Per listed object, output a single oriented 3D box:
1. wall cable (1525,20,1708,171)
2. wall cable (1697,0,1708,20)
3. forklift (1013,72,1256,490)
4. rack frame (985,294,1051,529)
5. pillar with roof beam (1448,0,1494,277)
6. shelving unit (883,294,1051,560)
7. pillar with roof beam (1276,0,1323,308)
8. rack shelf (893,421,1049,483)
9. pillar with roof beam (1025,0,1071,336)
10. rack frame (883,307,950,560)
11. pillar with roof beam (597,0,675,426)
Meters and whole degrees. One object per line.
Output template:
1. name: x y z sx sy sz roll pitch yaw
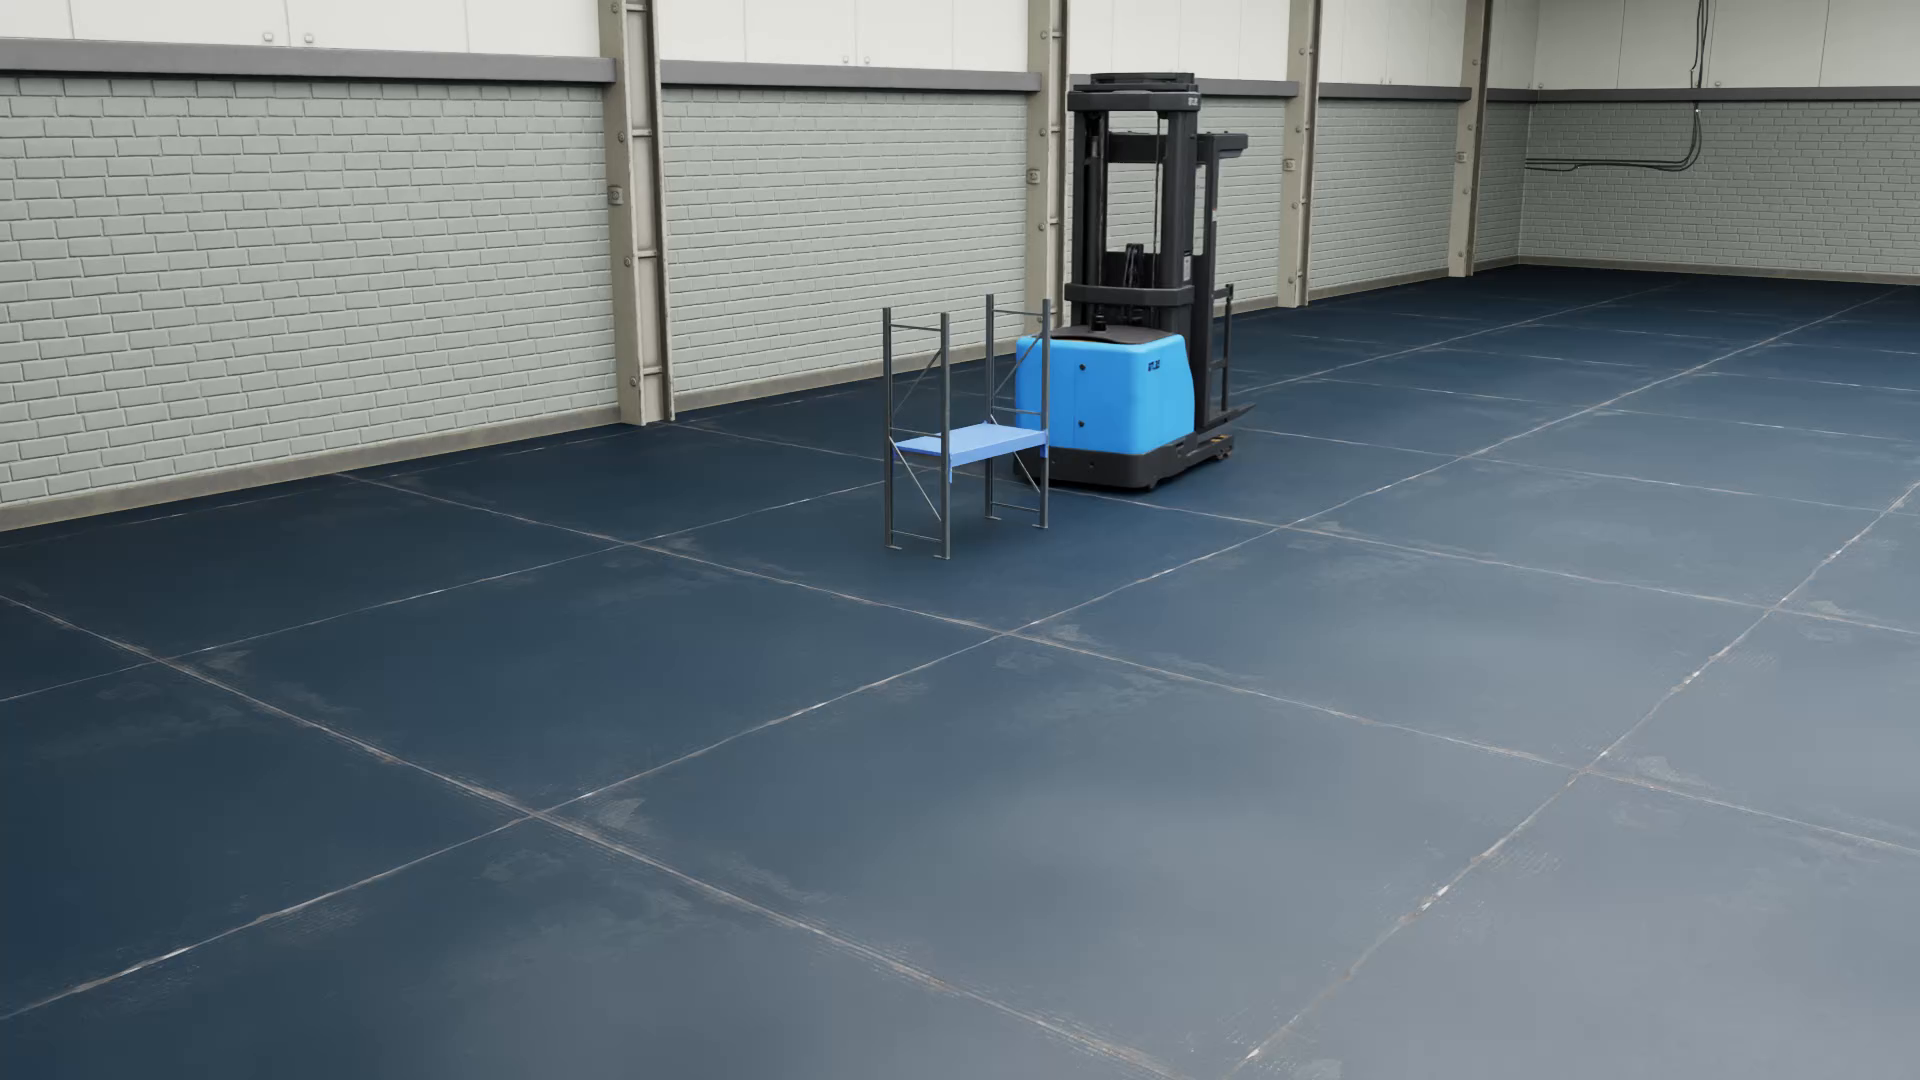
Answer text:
1. wall cable: 11.408 -7.725 29.062 3.097 2.526 0.112 11 18 38
2. wall cable: 13.512 -9.754 26.792 3.097 2.526 0.112 11 18 38
3. forklift: 1.540 -2.099 12.932 1.130 2.935 3.031 8 16 28
4. rack frame: 0.373 -0.841 10.886 0.500 1.500 0.032 11 18 38
5. pillar with roof beam: 11.876 -8.204 24.642 9.100 9.000 0.400 11 18 38
6. shelving unit: 0.054 -0.743 10.503 0.538 1.500 1.048 11 18 38
7. pillar with roof beam: 8.105 -7.055 20.118 9.100 9.000 0.400 11 18 38
8. rack shelf: 0.054 -0.569 10.547 0.538 0.185 1.000 11 18 38
9. pillar with roof beam: 4.334 -5.906 15.595 9.100 9.000 0.400 11 18 38
10. rack frame: -0.266 -0.646 10.119 0.500 1.500 0.032 11 18 38
11. pillar with roof beam: 0.563 -4.757 11.072 9.100 9.000 0.400 11 18 38
